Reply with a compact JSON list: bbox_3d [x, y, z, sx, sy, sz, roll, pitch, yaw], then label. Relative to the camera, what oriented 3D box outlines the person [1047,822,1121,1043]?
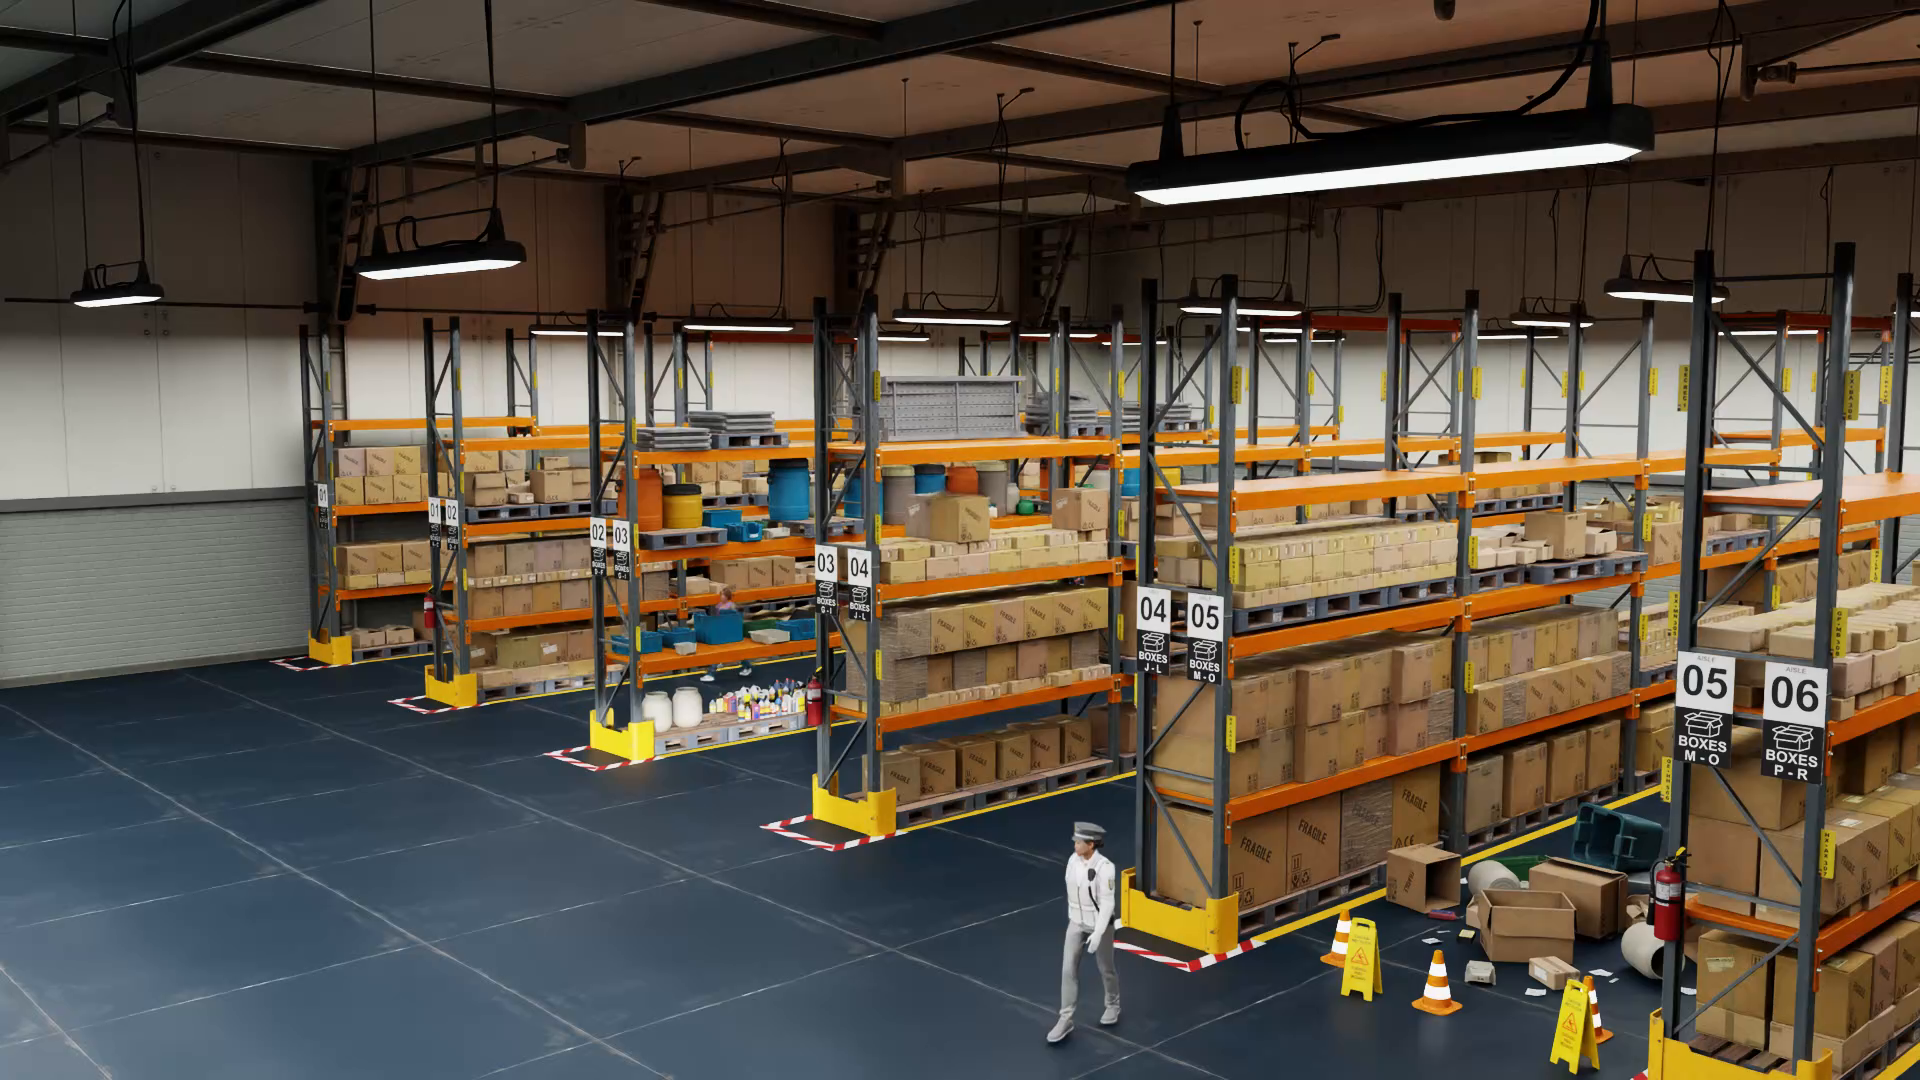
[{"bbox_3d":[0.988,3.016,12.987,0.515,1.648,0.817,4,7,37],"label":"person"}]

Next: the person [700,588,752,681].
[{"bbox_3d":[-3.918,1.567,27.811,0.961,1.539,0.461,-6,8,-44],"label":"person"}]
